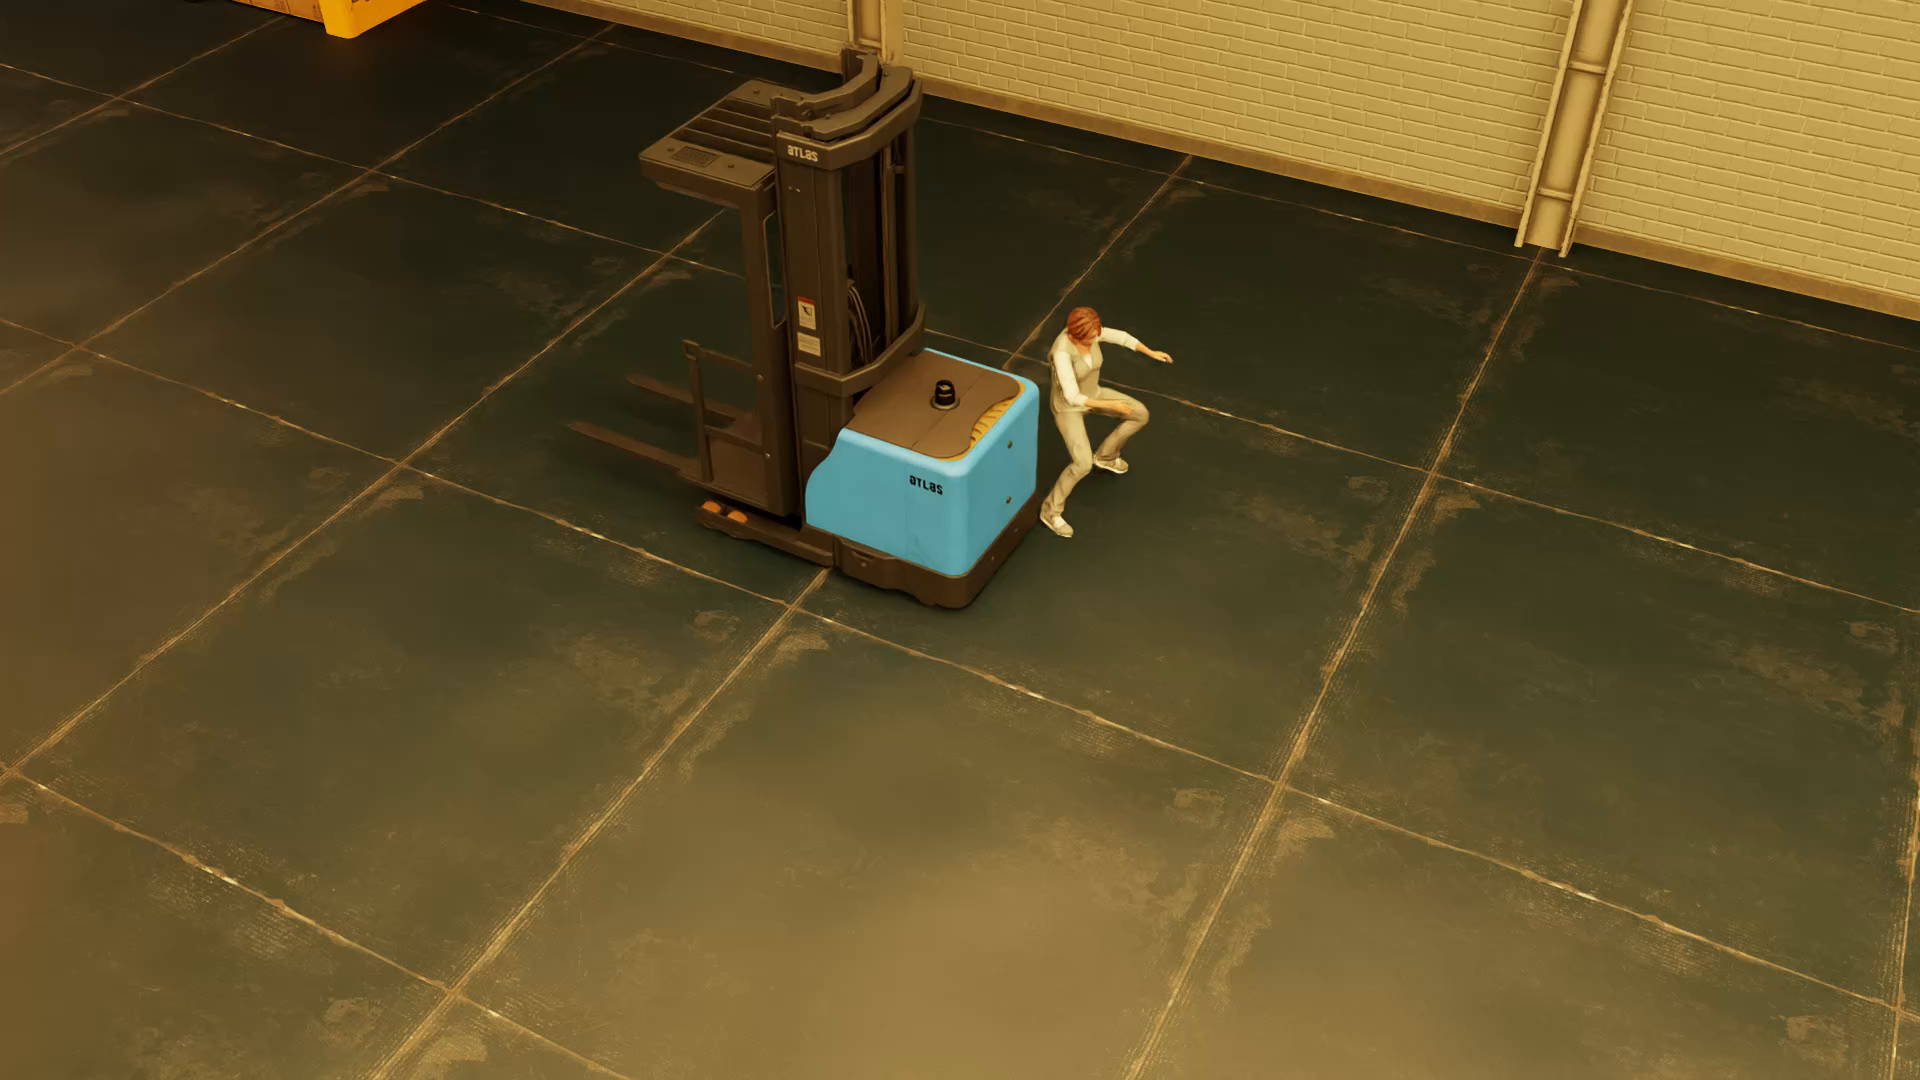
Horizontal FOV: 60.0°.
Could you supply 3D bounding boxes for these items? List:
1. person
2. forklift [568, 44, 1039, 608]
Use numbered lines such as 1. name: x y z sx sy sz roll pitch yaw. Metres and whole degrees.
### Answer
1. person: 0.846 -0.791 10.144 0.683 1.403 0.857 32 49 32
2. forklift: -1.063 -1.410 9.661 3.031 2.935 1.130 20 44 22
